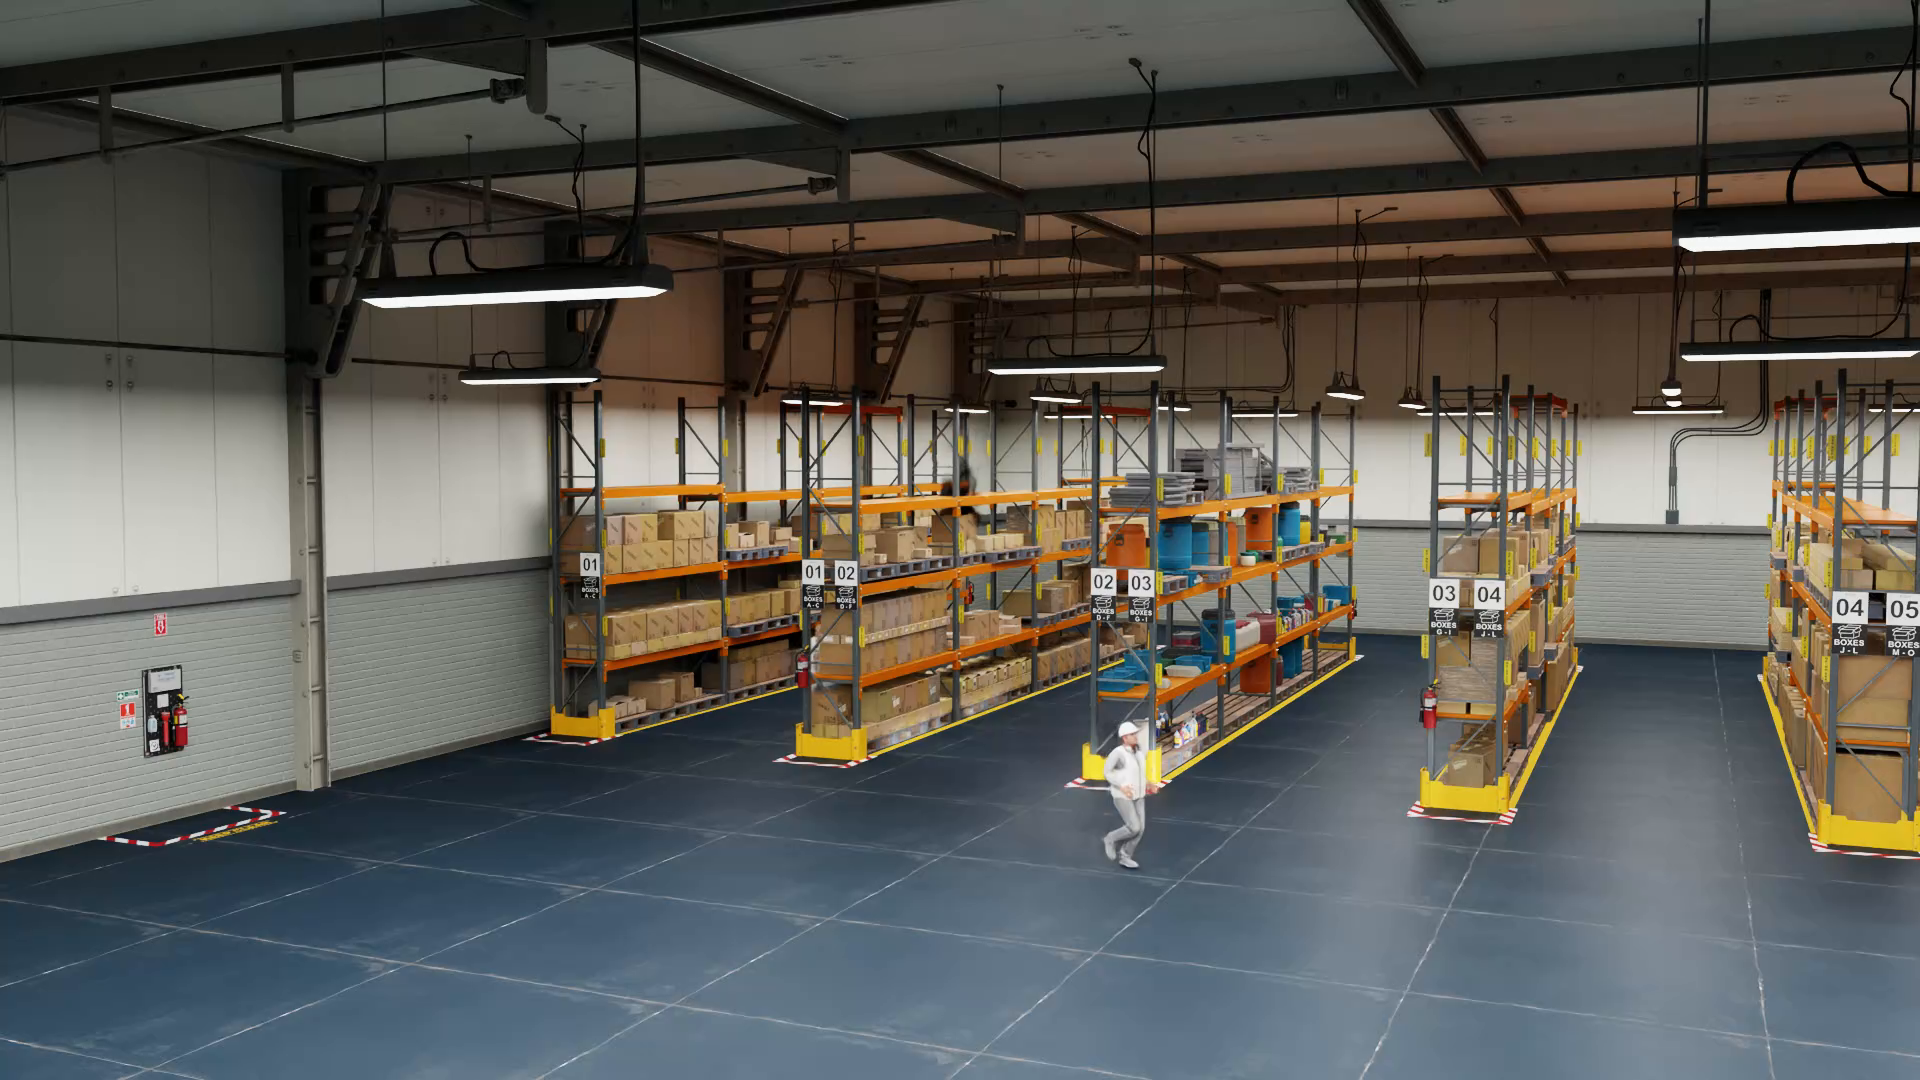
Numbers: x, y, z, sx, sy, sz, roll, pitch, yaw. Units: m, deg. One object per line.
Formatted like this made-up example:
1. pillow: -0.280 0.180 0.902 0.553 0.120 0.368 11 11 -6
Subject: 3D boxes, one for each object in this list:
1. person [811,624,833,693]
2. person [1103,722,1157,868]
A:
1. person: -2.539 2.396 30.256 0.666 1.757 0.937 0 3 9
2. person: 2.023 3.038 19.841 0.643 1.726 0.577 -3 4 -44
